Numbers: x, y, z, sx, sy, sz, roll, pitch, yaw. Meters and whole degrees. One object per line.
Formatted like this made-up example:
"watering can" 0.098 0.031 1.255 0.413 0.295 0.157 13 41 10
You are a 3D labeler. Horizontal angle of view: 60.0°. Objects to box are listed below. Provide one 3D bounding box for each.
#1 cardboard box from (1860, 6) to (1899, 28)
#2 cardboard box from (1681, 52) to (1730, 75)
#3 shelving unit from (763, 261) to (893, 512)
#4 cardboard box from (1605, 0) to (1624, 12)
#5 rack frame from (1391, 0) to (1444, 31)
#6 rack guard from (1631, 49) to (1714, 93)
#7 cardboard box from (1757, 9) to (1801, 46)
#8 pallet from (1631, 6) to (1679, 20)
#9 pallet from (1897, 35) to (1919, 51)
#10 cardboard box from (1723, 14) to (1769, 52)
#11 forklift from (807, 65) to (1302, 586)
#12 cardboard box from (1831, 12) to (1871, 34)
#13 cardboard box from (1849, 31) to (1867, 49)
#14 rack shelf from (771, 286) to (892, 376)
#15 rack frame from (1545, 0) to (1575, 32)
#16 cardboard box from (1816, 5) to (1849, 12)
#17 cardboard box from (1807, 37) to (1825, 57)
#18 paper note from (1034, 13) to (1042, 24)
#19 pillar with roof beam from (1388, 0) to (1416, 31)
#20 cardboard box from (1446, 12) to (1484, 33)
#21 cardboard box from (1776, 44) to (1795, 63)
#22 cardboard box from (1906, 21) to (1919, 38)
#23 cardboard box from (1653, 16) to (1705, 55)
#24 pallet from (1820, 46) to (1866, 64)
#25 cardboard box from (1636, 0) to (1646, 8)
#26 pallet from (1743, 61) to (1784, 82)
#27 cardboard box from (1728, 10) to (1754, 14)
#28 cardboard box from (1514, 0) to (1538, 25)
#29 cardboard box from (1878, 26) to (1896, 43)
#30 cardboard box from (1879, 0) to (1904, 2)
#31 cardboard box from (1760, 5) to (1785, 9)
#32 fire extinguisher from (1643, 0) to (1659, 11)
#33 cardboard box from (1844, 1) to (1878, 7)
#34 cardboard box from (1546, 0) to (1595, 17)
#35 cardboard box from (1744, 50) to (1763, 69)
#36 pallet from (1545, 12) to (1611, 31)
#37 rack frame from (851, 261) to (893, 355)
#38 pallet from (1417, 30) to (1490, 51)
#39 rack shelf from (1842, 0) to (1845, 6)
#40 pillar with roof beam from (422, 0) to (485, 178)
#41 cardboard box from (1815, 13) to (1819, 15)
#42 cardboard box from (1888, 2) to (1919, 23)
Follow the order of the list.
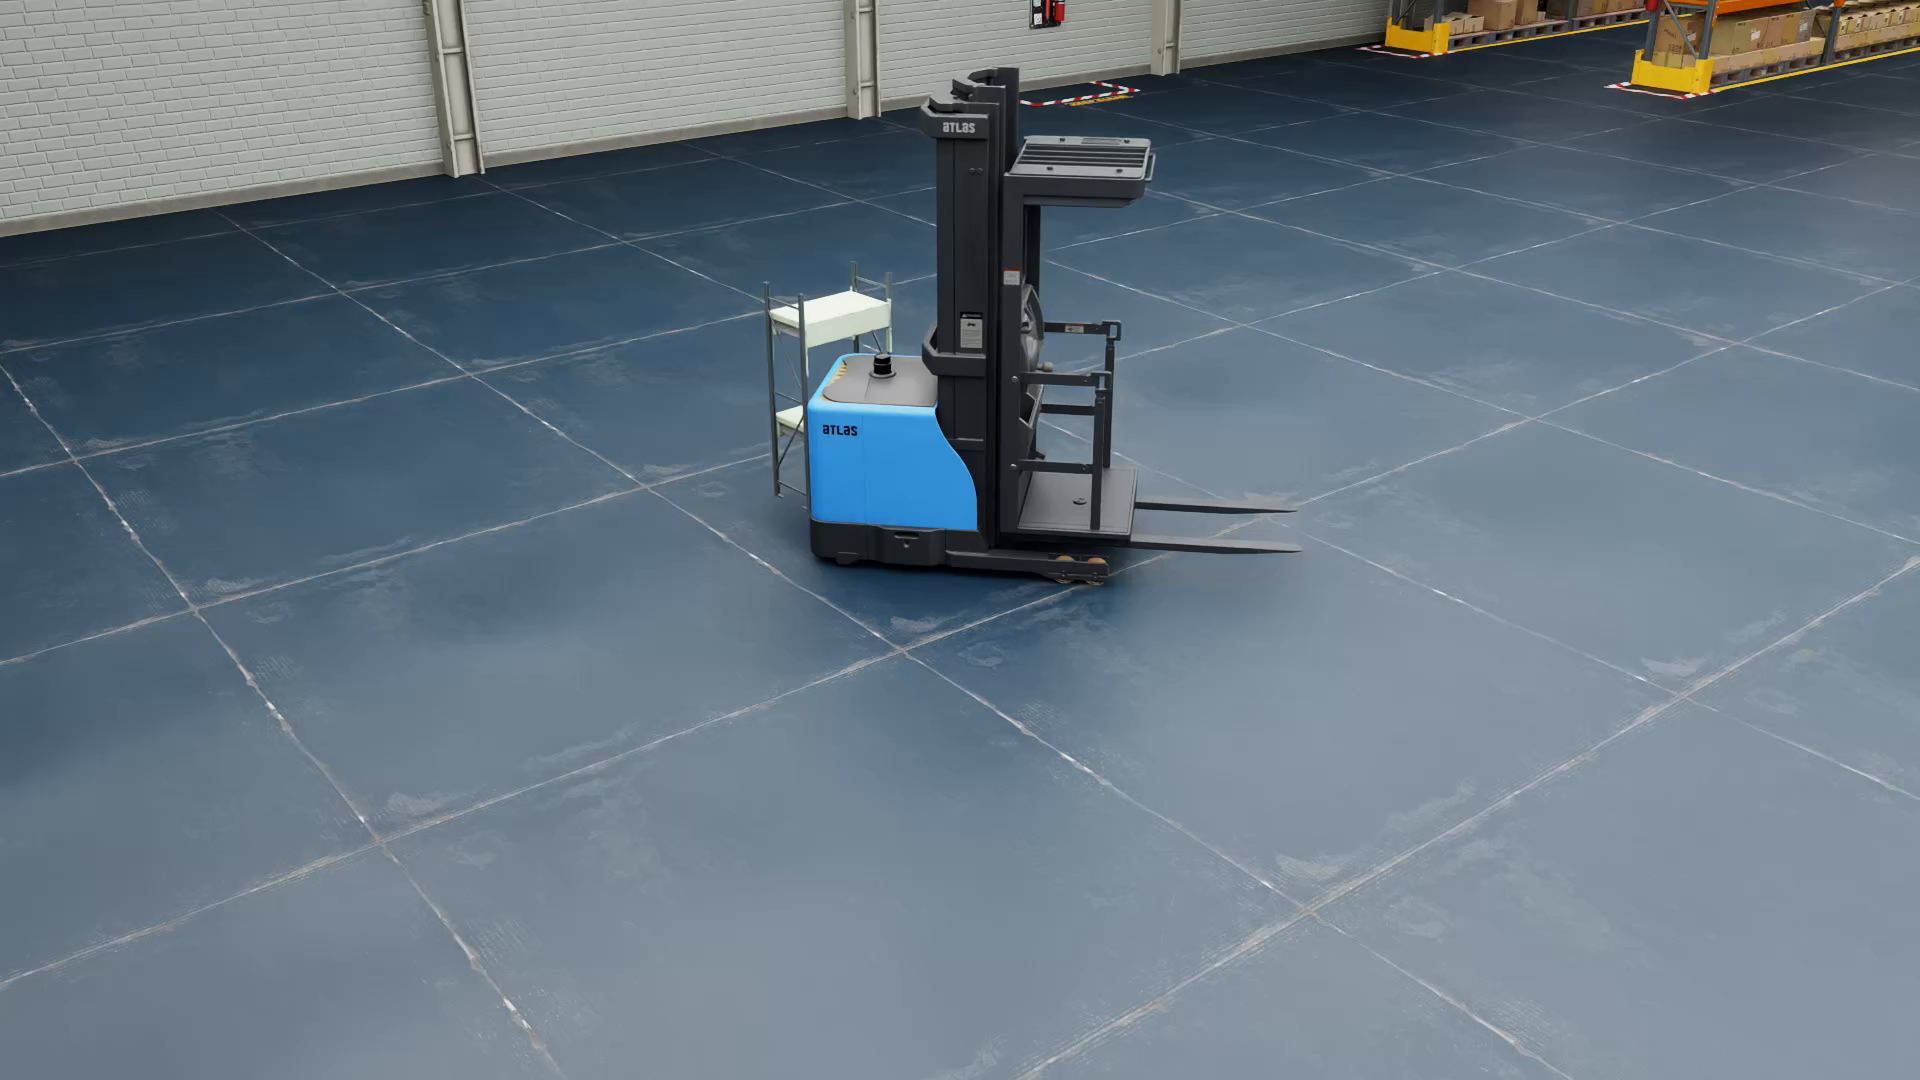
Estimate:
"cardboard box" 15.943 -9.108 28.913 0.500 0.311 0.500 -17 30 -33
"cardboard box" 11.666 -7.456 26.019 0.500 0.250 0.500 -18 31 -34
"shelving unit" -0.863 -1.039 11.205 0.755 1.500 0.431 -21 32 -38
"cardboard box" 12.566 -10.658 32.599 0.500 0.500 0.700 -18 30 -33
"rack frame" 8.047 -10.087 28.921 0.127 3.000 1.000 -18 31 -34
"rack guard" 11.088 -7.307 25.900 0.348 0.500 1.175 -18 31 -34
"cardboard box" 13.233 -8.319 26.989 0.500 0.500 0.500 -18 31 -34
"pallet" 13.727 -10.698 33.549 1.213 0.211 1.003 -18 31 -34
"pallet" 16.730 -9.059 30.019 1.213 0.211 1.003 -18 31 -34
"cardboard box" 12.444 -8.060 26.431 0.500 0.500 0.500 -18 31 -34
"forklift" 0.624 -1.292 10.051 3.031 2.935 1.130 3 25 7
"cardboard box" 15.131 -8.837 28.328 0.500 0.311 0.500 -19 31 -35
"cardboard box" 15.128 -8.584 28.450 0.500 0.250 0.500 -17 30 -33
"rack shelf" -0.864 -1.393 11.041 0.720 0.370 0.431 -21 32 -38
"rack frame" 11.195 -11.126 31.160 0.127 3.000 1.000 -18 31 -34
"cardboard box" 15.196 -9.150 29.003 0.500 0.311 0.500 -18 31 -34
"cardboard box" 14.025 -8.236 27.701 0.500 0.250 0.500 -18 31 -34
"paper note" 1.193 -7.945 25.351 0.142 0.148 0.016 -18 31 -34
"pillar with roof beam" 10.721 -11.850 25.594 0.400 9.000 9.100 -18 31 -34
"cardboard box" 9.096 -9.365 30.036 0.500 0.311 0.500 -15 29 -30
"cardboard box" 13.241 -7.975 27.138 0.500 0.250 0.500 -18 31 -34
"cardboard box" 16.735 -9.116 29.596 0.500 0.250 0.500 -19 31 -35
"cardboard box" 11.345 -7.968 26.232 0.500 0.500 0.500 -18 31 -34
"pallet" 14.810 -8.425 28.653 1.213 0.211 1.003 -18 31 -34
"cardboard box" 13.331 -10.931 33.187 0.500 0.500 0.700 -18 31 -34
"pallet" 12.642 -7.710 27.111 1.213 0.211 1.003 -18 31 -34
"cardboard box" 12.517 -8.362 27.081 0.500 0.500 0.500 -18 31 -34
"cardboard box" 10.403 -9.909 30.984 0.500 0.500 0.500 -21 32 -38
"cardboard box" 15.935 -8.851 29.026 0.500 0.250 0.500 -18 30 -33
"cardboard box" 16.809 -9.684 30.154 0.500 0.311 0.500 -17 30 -32
"cardboard box" 13.308 -8.620 27.637 0.500 0.500 0.500 -18 31 -34
"fire extinguisher" 10.727 -8.535 25.669 0.183 0.674 0.296 -18 31 -34
"cardboard box" 15.998 -9.413 29.570 0.500 0.311 0.500 -19 31 -35
"cardboard box" 11.764 -10.388 32.017 0.500 0.500 0.700 -17 30 -32
"cardboard box" 12.451 -7.716 26.581 0.500 0.250 0.500 -18 31 -34
"pallet" 11.807 -10.064 32.183 1.213 0.211 1.003 -18 31 -34
"rack frame" -0.593 -1.143 11.429 0.023 1.500 0.400 -21 32 -38
"pallet" 8.768 -9.041 29.980 1.213 0.211 1.003 -18 31 -34
"rack shelf" 15.828 -9.679 28.897 4.000 0.370 1.077 -18 31 -34
"pillar with roof beam" -3.444 -7.174 15.519 0.400 9.000 9.100 -18 31 -34
"cardboard box" 14.396 -8.884 28.430 0.500 0.311 0.500 -18 31 -34
"cardboard box" 16.737 -9.368 29.473 0.500 0.311 0.500 -19 31 -35
